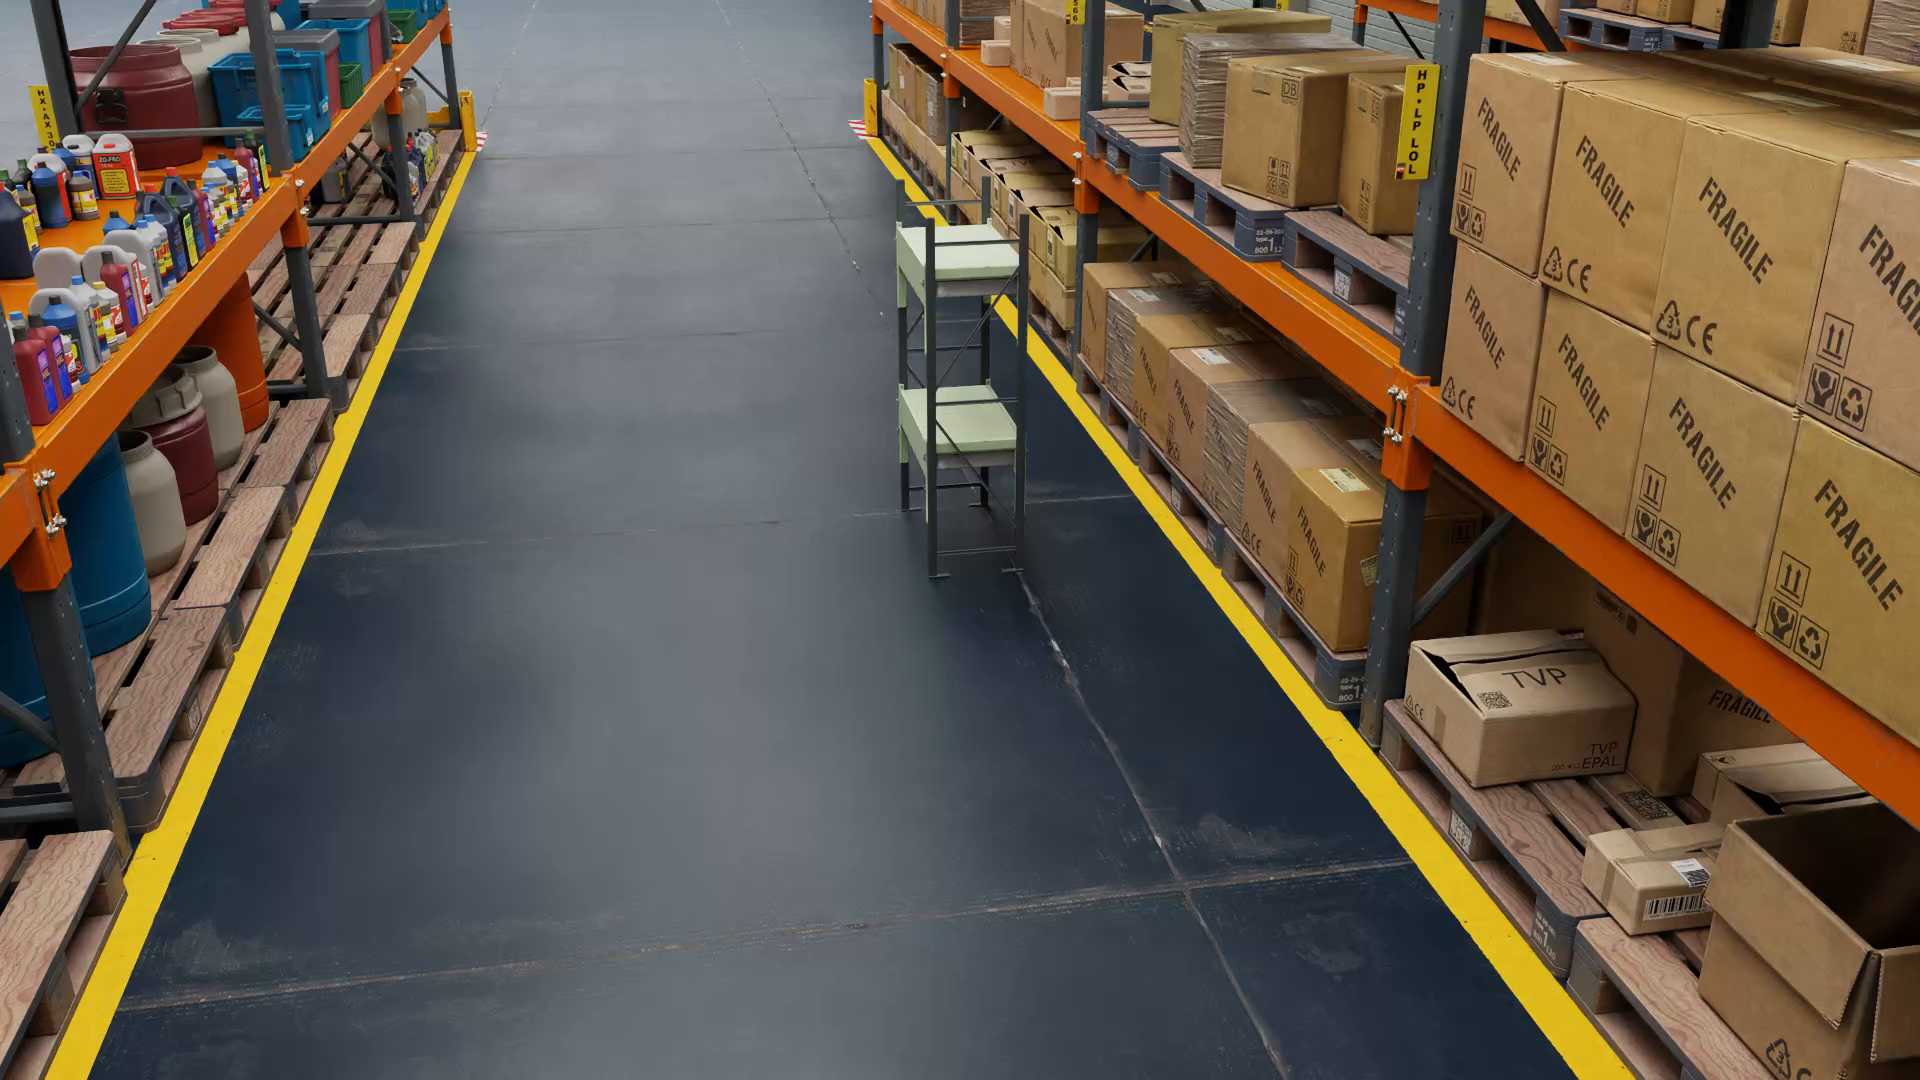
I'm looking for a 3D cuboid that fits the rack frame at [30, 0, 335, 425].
[{"bbox_3d":[-3.736,-1.931,7.924,1.000,3.000,0.127,-4,24,-10],"label":"rack frame"}]

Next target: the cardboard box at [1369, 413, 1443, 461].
[{"bbox_3d":[1.913,-0.196,6.525,0.500,0.500,0.500,-4,24,-9],"label":"cardboard box"}]

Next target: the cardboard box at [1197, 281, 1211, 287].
[{"bbox_3d":[1.325,-1.456,9.748,0.500,0.250,0.500,-4,24,-10],"label":"cardboard box"}]

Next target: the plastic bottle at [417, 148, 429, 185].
[{"bbox_3d":[-4.241,-2.952,13.105,0.061,0.283,0.133,-3,24,-7],"label":"plastic bottle"}]

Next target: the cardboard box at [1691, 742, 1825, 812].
[{"bbox_3d":[2.385,0.728,4.847,0.380,0.149,0.250,-4,24,-10],"label":"cardboard box"}]

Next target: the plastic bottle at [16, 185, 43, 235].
[{"bbox_3d":[-3.869,-1.364,6.873,0.097,0.201,0.097,0,24,0],"label":"plastic bottle"}]

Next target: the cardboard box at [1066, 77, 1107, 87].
[{"bbox_3d":[0.842,-2.679,9.949,0.380,0.149,0.250,-3,24,-6],"label":"cardboard box"}]

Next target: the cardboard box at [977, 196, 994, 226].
[{"bbox_3d":[0.416,-2.220,11.497,0.500,0.250,0.500,-5,24,-11],"label":"cardboard box"}]

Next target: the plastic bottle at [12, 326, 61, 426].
[{"bbox_3d":[-2.645,-0.480,4.747,0.061,0.283,0.133,-4,24,-10],"label":"plastic bottle"}]

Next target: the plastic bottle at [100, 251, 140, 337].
[{"bbox_3d":[-2.809,-0.829,5.547,0.061,0.283,0.133,-4,24,-10],"label":"plastic bottle"}]

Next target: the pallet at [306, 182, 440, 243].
[{"bbox_3d":[-4.559,-2.494,12.696,1.003,0.211,1.213,-4,24,-10],"label":"pallet"}]

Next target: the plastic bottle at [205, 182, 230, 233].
[{"bbox_3d":[-3.105,-1.384,6.918,0.097,0.201,0.097,0,24,0],"label":"plastic bottle"}]

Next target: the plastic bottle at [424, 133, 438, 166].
[{"bbox_3d":[-4.425,-3.240,13.774,0.152,0.276,0.135,-4,24,-9],"label":"plastic bottle"}]

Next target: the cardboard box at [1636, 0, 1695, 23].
[{"bbox_3d":[5.418,-4.062,12.128,0.700,0.500,0.500,-2,24,-4],"label":"cardboard box"}]

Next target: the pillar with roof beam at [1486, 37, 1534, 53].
[{"bbox_3d":[1.270,-8.030,14.393,9.100,9.000,0.400,-4,24,-10],"label":"pillar with roof beam"}]

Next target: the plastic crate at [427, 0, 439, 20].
[{"bbox_3d":[-4.714,-4.579,14.173,0.499,0.251,0.408,-4,24,-10],"label":"plastic crate"}]

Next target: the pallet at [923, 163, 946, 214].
[{"bbox_3d":[0.287,-2.908,13.644,1.003,0.211,1.213,-4,24,-10],"label":"pallet"}]

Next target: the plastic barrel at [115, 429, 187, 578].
[{"bbox_3d":[-3.227,-0.133,6.389,0.421,0.512,0.421,0,24,0],"label":"plastic barrel"}]

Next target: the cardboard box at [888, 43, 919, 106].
[{"bbox_3d":[-0.371,-4.295,15.310,0.500,0.500,0.500,-4,24,-10],"label":"cardboard box"}]

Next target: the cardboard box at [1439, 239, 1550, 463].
[{"bbox_3d":[1.699,-0.548,4.632,0.500,0.500,0.500,-4,24,-8],"label":"cardboard box"}]

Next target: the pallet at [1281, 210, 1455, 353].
[{"bbox_3d":[1.832,-0.957,5.934,1.003,0.211,1.213,-4,24,-10],"label":"pallet"}]

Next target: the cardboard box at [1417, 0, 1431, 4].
[{"bbox_3d":[4.498,-5.132,15.415,0.500,0.250,0.500,-5,24,-11],"label":"cardboard box"}]

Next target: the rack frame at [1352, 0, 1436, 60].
[{"bbox_3d":[4.521,-5.811,16.807,1.000,3.000,0.127,-4,24,-10],"label":"rack frame"}]

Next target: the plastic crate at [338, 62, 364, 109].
[{"bbox_3d":[-3.876,-2.743,10.048,0.450,0.188,0.662,-4,24,-10],"label":"plastic crate"}]

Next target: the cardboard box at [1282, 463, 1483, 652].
[{"bbox_3d":[1.500,0.048,5.965,0.500,0.500,0.500,-4,24,-10],"label":"cardboard box"}]

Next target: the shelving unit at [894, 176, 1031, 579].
[{"bbox_3d":[-0.001,-0.690,6.956,0.431,1.500,0.755,-4,24,-10],"label":"shelving unit"}]

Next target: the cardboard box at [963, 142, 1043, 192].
[{"bbox_3d":[0.312,-2.681,11.850,0.500,0.311,0.500,-5,24,-10],"label":"cardboard box"}]

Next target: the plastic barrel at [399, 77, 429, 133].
[{"bbox_3d":[-5.018,-3.877,14.963,0.421,0.512,0.421,0,24,0],"label":"plastic barrel"}]

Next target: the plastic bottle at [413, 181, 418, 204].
[{"bbox_3d":[-4.122,-2.621,12.451,0.097,0.201,0.097,0,24,0],"label":"plastic bottle"}]

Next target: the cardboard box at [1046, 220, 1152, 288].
[{"bbox_3d":[0.794,-1.673,9.544,0.500,0.311,0.500,-4,24,-8],"label":"cardboard box"}]

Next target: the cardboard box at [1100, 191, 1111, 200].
[{"bbox_3d":[1.127,-2.120,10.567,0.500,0.311,0.500,-5,24,-11],"label":"cardboard box"}]

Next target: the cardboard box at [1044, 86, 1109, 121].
[{"bbox_3d":[0.695,-2.514,9.573,0.380,0.149,0.250,-4,24,-10],"label":"cardboard box"}]

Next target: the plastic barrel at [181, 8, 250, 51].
[{"bbox_3d":[-4.378,-2.886,9.939,0.433,0.535,0.433,0,24,0],"label":"plastic barrel"}]

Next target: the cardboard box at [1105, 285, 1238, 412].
[{"bbox_3d":[1.039,-0.947,8.243,0.500,0.500,0.500,-5,24,-12],"label":"cardboard box"}]

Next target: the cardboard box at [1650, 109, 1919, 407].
[{"bbox_3d":[1.874,-0.616,3.538,0.500,0.500,0.500,-5,24,-11],"label":"cardboard box"}]

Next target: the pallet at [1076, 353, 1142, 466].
[{"bbox_3d":[1.234,-0.722,8.639,1.003,0.211,1.213,-4,24,-10],"label":"pallet"}]

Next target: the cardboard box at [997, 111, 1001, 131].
[{"bbox_3d":[0.515,-3.547,13.598,0.500,0.500,0.500,-4,24,-10],"label":"cardboard box"}]

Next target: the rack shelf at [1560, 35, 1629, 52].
[{"bbox_3d":[5.631,-3.121,11.548,1.077,0.370,4.000,-4,24,-10],"label":"rack shelf"}]

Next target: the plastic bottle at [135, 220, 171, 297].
[{"bbox_3d":[-2.916,-1.012,5.980,0.097,0.271,0.097,0,24,0],"label":"plastic bottle"}]

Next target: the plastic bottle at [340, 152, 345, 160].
[{"bbox_3d":[-4.894,-2.968,13.142,0.061,0.283,0.133,-4,24,-10],"label":"plastic bottle"}]

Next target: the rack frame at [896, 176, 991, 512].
[{"bbox_3d":[-0.069,-0.834,7.285,0.400,1.500,0.023,-4,24,-10],"label":"rack frame"}]

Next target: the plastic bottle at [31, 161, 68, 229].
[{"bbox_3d":[-3.833,-1.453,6.990,0.097,0.271,0.097,0,24,0],"label":"plastic bottle"}]

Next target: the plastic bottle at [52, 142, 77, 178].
[{"bbox_3d":[-3.979,-1.630,7.396,0.097,0.271,0.097,0,24,0],"label":"plastic bottle"}]

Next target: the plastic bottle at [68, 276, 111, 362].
[{"bbox_3d":[-2.769,-0.701,5.267,0.097,0.271,0.097,0,24,0],"label":"plastic bottle"}]

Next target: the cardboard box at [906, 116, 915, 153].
[{"bbox_3d":[-0.190,-3.558,14.559,0.500,0.250,0.500,-4,24,-10],"label":"cardboard box"}]

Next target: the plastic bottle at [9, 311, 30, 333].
[{"bbox_3d":[-2.894,-0.604,5.134,0.097,0.201,0.097,0,24,0],"label":"plastic bottle"}]

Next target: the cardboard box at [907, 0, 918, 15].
[{"bbox_3d":[-0.085,-4.902,14.602,0.700,0.500,0.500,-4,24,-9],"label":"cardboard box"}]

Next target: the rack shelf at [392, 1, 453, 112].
[{"bbox_3d":[-4.845,-3.961,13.471,1.077,0.370,4.000,-4,24,-10],"label":"rack shelf"}]

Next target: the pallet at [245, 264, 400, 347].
[{"bbox_3d":[-4.063,-1.440,10.283,1.003,0.211,1.213,-4,24,-10],"label":"pallet"}]

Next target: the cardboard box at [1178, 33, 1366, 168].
[{"bbox_3d":[1.342,-1.921,7.252,0.700,0.500,0.500,0,24,0],"label":"cardboard box"}]

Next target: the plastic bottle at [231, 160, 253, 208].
[{"bbox_3d":[-3.196,-1.575,7.357,0.097,0.201,0.097,0,24,0],"label":"plastic bottle"}]

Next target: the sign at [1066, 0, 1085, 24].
[{"bbox_3d":[0.588,-2.784,8.431,0.100,0.325,0.005,-4,24,-10],"label":"sign"}]
